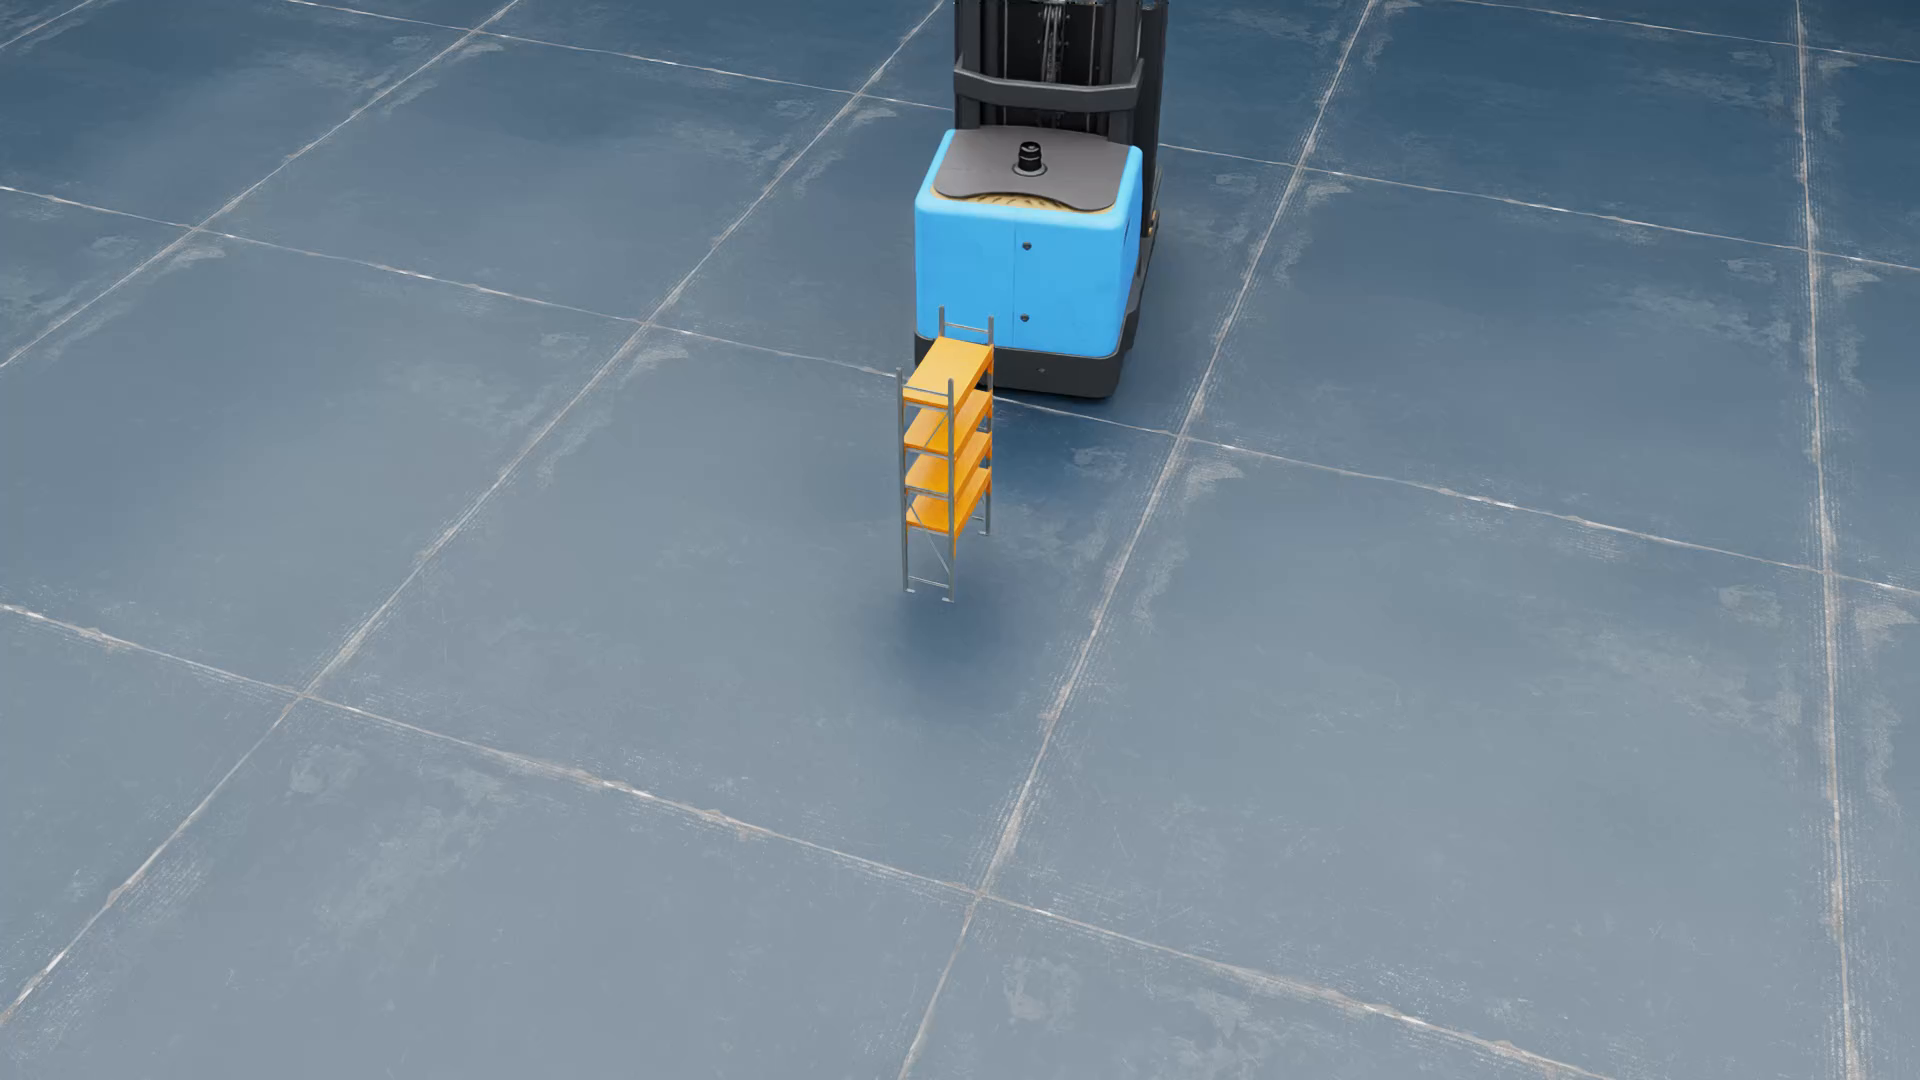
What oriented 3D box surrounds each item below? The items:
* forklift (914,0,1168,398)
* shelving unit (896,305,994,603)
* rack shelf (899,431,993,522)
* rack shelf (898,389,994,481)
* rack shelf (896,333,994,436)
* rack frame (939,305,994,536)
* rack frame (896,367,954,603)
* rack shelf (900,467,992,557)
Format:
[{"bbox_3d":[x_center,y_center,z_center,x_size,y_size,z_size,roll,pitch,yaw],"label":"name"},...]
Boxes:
[{"bbox_3d":[0.562,-2.800,8.727,1.130,2.935,3.031,7,41,9],"label":"forklift"},{"bbox_3d":[-0.057,-0.355,7.196,0.258,1.200,0.503,13,42,15],"label":"shelving unit"},{"bbox_3d":[-0.057,-0.304,7.240,0.258,0.148,0.480,13,42,15],"label":"rack shelf"},{"bbox_3d":[-0.057,-0.474,7.094,0.258,0.148,0.480,13,42,15],"label":"rack shelf"},{"bbox_3d":[-0.057,-0.654,6.941,0.258,0.148,0.480,13,42,15],"label":"rack shelf"},{"bbox_3d":[0.027,-0.504,7.370,0.240,1.200,0.015,13,42,15],"label":"rack frame"},{"bbox_3d":[-0.140,-0.207,7.021,0.240,1.200,0.015,13,42,15],"label":"rack frame"},{"bbox_3d":[-0.057,-0.153,7.368,0.258,0.148,0.480,13,42,15],"label":"rack shelf"}]
